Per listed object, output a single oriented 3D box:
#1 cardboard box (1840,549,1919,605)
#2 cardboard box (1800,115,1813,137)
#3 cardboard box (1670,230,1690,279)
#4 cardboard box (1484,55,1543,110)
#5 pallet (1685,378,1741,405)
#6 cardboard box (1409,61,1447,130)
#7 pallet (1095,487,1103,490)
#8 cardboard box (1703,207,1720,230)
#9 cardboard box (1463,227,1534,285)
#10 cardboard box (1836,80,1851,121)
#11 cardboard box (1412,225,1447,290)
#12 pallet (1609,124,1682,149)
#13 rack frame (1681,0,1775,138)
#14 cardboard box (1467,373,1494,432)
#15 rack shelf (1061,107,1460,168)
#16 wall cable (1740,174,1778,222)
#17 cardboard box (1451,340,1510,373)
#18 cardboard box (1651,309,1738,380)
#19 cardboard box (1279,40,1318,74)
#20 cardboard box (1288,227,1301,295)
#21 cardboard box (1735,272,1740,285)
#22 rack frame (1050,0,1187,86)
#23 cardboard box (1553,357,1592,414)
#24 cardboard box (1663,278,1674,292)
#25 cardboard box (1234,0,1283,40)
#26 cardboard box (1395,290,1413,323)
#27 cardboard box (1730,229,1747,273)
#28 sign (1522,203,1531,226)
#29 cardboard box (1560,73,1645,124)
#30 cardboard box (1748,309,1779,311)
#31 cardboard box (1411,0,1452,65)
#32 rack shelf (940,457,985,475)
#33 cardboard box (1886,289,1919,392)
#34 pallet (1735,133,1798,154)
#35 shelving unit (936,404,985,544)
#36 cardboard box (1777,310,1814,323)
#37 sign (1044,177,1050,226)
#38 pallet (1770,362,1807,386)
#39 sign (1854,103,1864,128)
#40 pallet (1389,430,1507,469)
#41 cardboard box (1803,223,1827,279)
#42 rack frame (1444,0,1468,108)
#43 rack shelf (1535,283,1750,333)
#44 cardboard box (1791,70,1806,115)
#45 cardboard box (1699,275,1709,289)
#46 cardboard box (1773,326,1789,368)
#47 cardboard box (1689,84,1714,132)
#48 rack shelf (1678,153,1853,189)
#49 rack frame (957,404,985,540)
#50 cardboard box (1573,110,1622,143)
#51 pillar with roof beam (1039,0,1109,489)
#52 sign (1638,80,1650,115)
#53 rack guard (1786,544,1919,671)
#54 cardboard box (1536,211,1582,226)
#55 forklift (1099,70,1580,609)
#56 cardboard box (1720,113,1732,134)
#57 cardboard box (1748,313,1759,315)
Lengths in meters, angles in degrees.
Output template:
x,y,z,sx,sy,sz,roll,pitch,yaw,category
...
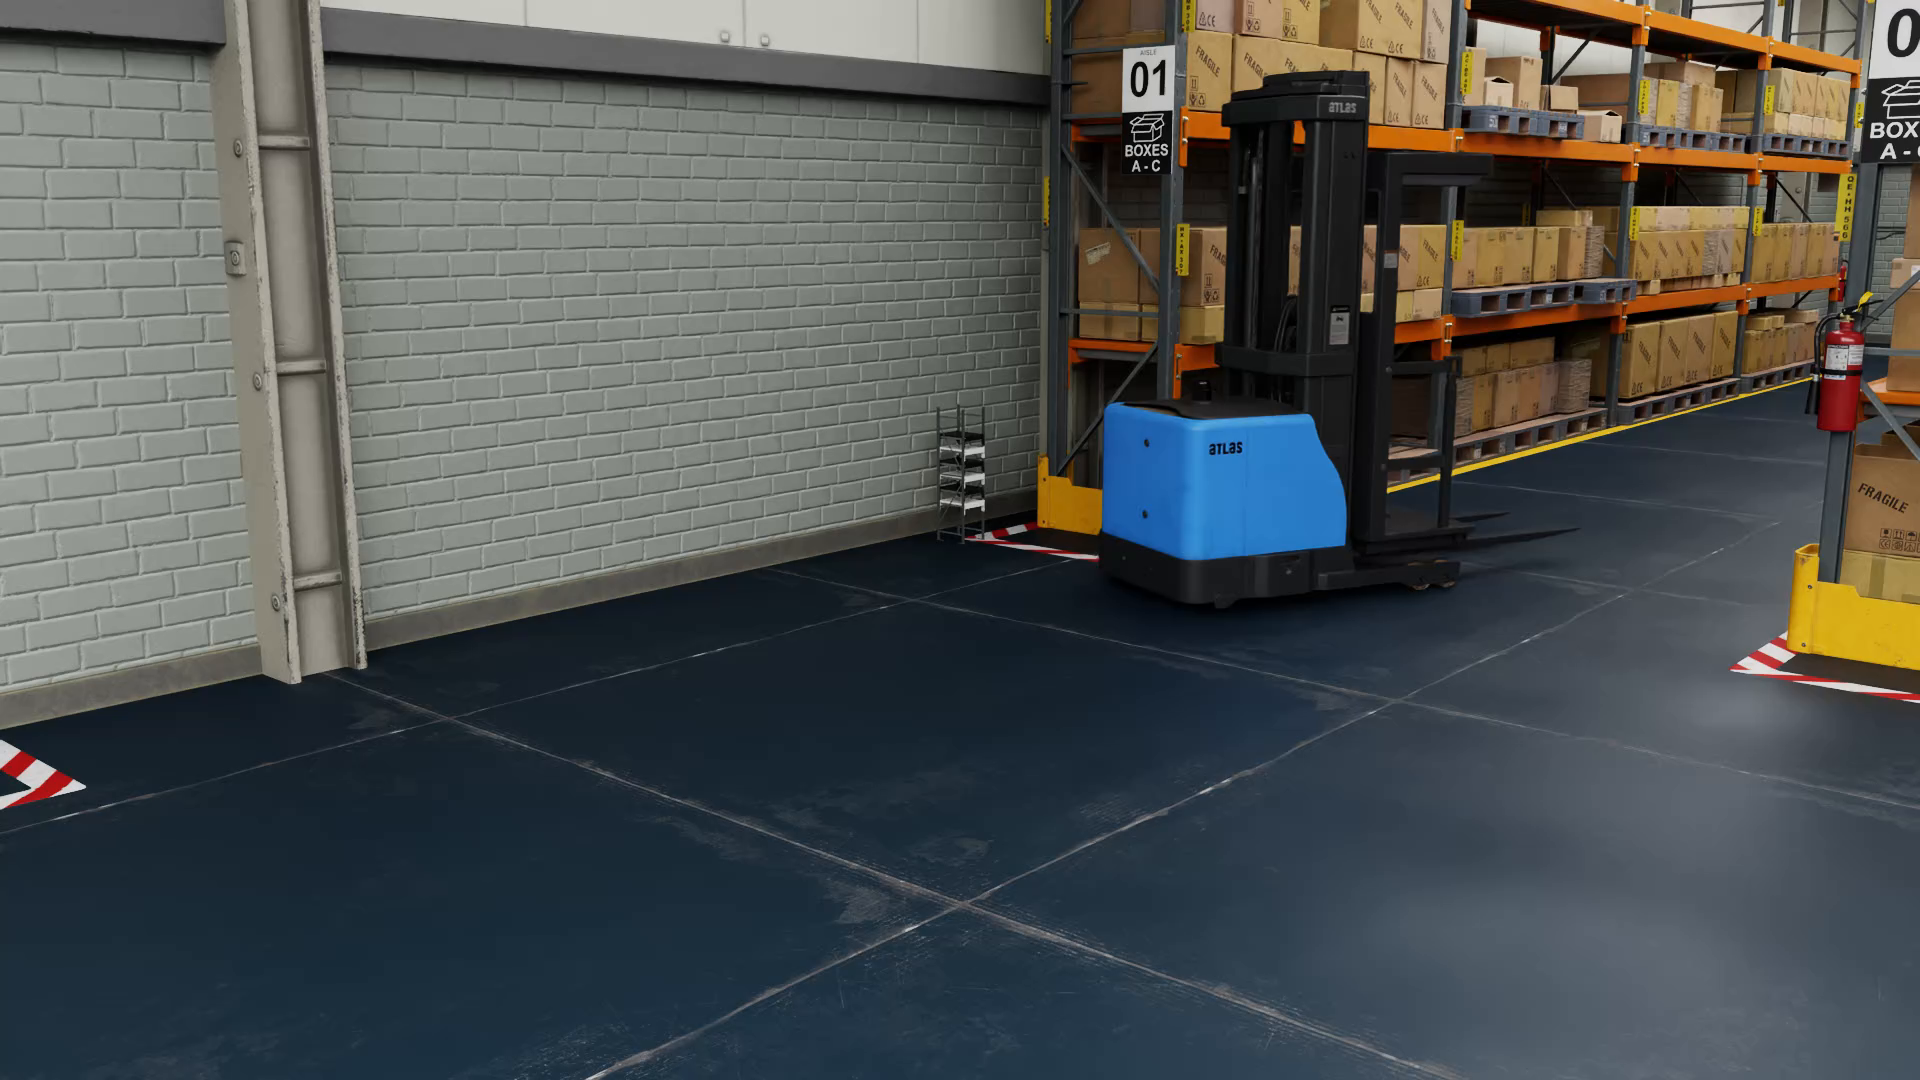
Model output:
x,y,z,sx,sy,sz,roll,pitch,yaw,category
4.873,0.156,8.721,0.500,0.250,0.500,10,15,40,cardboard box
10.274,-5.145,20.707,0.500,0.250,0.500,9,15,39,cardboard box
7.493,-3.078,17.900,0.500,0.500,0.500,10,15,40,cardboard box
4.893,-4.076,14.972,0.500,0.500,0.500,9,14,38,cardboard box
8.486,-1.784,19.606,1.003,0.211,1.213,10,15,40,pallet
3.509,-3.521,13.218,0.500,0.500,0.500,10,15,42,cardboard box
1.631,-0.268,12.015,1.003,0.211,1.213,10,15,40,pallet
8.142,-3.597,18.580,0.500,0.250,0.500,10,15,41,cardboard box
4.805,-2.616,15.269,0.500,0.500,0.700,-10,15,-40,cardboard box
11.301,-5.741,21.777,0.500,0.500,0.500,10,15,40,cardboard box
3.579,-2.293,13.448,0.500,0.500,0.500,10,15,40,cardboard box
6.684,-4.166,17.237,1.213,0.211,1.003,11,16,43,pallet
8.939,-6.217,19.363,1.000,3.000,0.127,10,15,40,rack frame
4.435,-1.281,15.225,0.700,0.500,0.500,9,15,39,cardboard box
2.338,-2.922,12.361,1.077,0.370,4.000,10,15,40,rack shelf
11.714,-4.672,24.353,0.084,1.984,1.851,10,15,40,wall cable
4.760,-1.708,15.451,0.500,0.250,0.500,9,15,39,cardboard box
8.608,-2.314,19.557,0.750,0.750,0.750,10,15,41,cardboard box
2.148,-3.208,11.647,0.500,0.500,0.500,11,16,43,cardboard box
2.238,-1.992,11.941,0.500,0.500,0.500,9,14,39,cardboard box
8.929,-3.075,19.541,0.380,0.149,0.250,10,15,41,cardboard box
1.018,-4.451,10.523,1.000,3.000,0.127,10,15,40,rack frame
5.863,-1.564,16.641,0.700,0.500,0.500,10,15,41,cardboard box
7.518,-2.785,18.085,0.380,0.149,0.250,10,15,41,cardboard box
1.824,-3.622,11.171,0.500,0.500,0.500,10,15,40,cardboard box
3.238,-1.853,13.163,0.500,0.250,0.500,10,15,41,cardboard box
8.824,-3.379,19.406,0.500,0.500,0.500,9,15,39,cardboard box
5.880,-3.326,17.247,0.100,0.325,0.005,10,15,40,sign
6.570,-4.500,17.045,0.700,0.500,0.500,8,14,36,cardboard box
10.791,-3.016,22.304,0.380,0.149,0.250,10,15,40,cardboard box
3.531,-4.009,13.109,0.500,0.500,0.500,8,14,36,cardboard box
0.005,-0.498,11.118,0.258,0.077,0.200,10,15,40,rack shelf
5.059,-0.986,8.233,0.700,0.500,0.500,10,15,40,cardboard box
9.487,-4.822,20.261,1.003,0.211,1.213,10,15,40,pallet
0.005,-0.442,11.129,0.258,0.900,0.210,10,15,40,shelving unit
11.077,-2.966,22.055,0.380,0.149,0.250,10,15,42,cardboard box
0.614,-2.307,11.340,0.100,0.325,0.005,10,15,40,sign
10.305,-2.190,21.636,1.003,0.211,1.213,10,15,40,pallet
11.978,-5.658,22.162,0.100,0.325,0.005,10,15,40,sign
4.171,-0.845,14.905,1.003,0.211,1.213,10,15,40,pallet
10.779,-3.826,21.942,0.980,0.700,0.700,10,15,40,cardboard box
3.658,-5.040,13.470,1.000,3.000,0.127,10,15,40,rack frame
7.619,-2.628,18.547,1.077,0.370,4.000,10,15,40,rack shelf
9.955,-5.440,20.273,0.500,0.500,0.500,9,15,39,cardboard box
8.234,-2.929,18.808,0.380,0.149,0.250,10,15,40,cardboard box
10.184,-2.501,21.383,0.700,0.500,0.500,10,15,42,cardboard box
7.957,-4.805,18.574,0.700,0.500,0.500,9,15,39,cardboard box
10.259,-4.687,21.200,1.077,0.370,4.000,10,15,40,rack shelf
0.072,-0.457,11.204,0.240,0.900,0.006,10,15,40,rack frame
6.026,-3.983,16.012,0.500,0.311,0.500,10,15,40,cardboard box
4.064,-4.110,8.812,9.100,9.000,0.400,10,15,40,pillar with roof beam
6.705,-4.341,16.306,0.100,0.325,0.005,10,15,40,sign
4.726,0.360,8.134,1.175,0.500,0.348,10,15,40,rack guard
5.892,-3.166,16.367,0.380,0.149,0.250,7,13,31,cardboard box
2.390,-1.229,9.880,3.031,2.935,1.130,-5,12,-24,forklift
9.215,-5.058,20.276,0.500,0.250,0.500,10,15,41,cardboard box
10.122,-2.866,21.557,0.380,0.149,0.250,9,15,39,cardboard box
